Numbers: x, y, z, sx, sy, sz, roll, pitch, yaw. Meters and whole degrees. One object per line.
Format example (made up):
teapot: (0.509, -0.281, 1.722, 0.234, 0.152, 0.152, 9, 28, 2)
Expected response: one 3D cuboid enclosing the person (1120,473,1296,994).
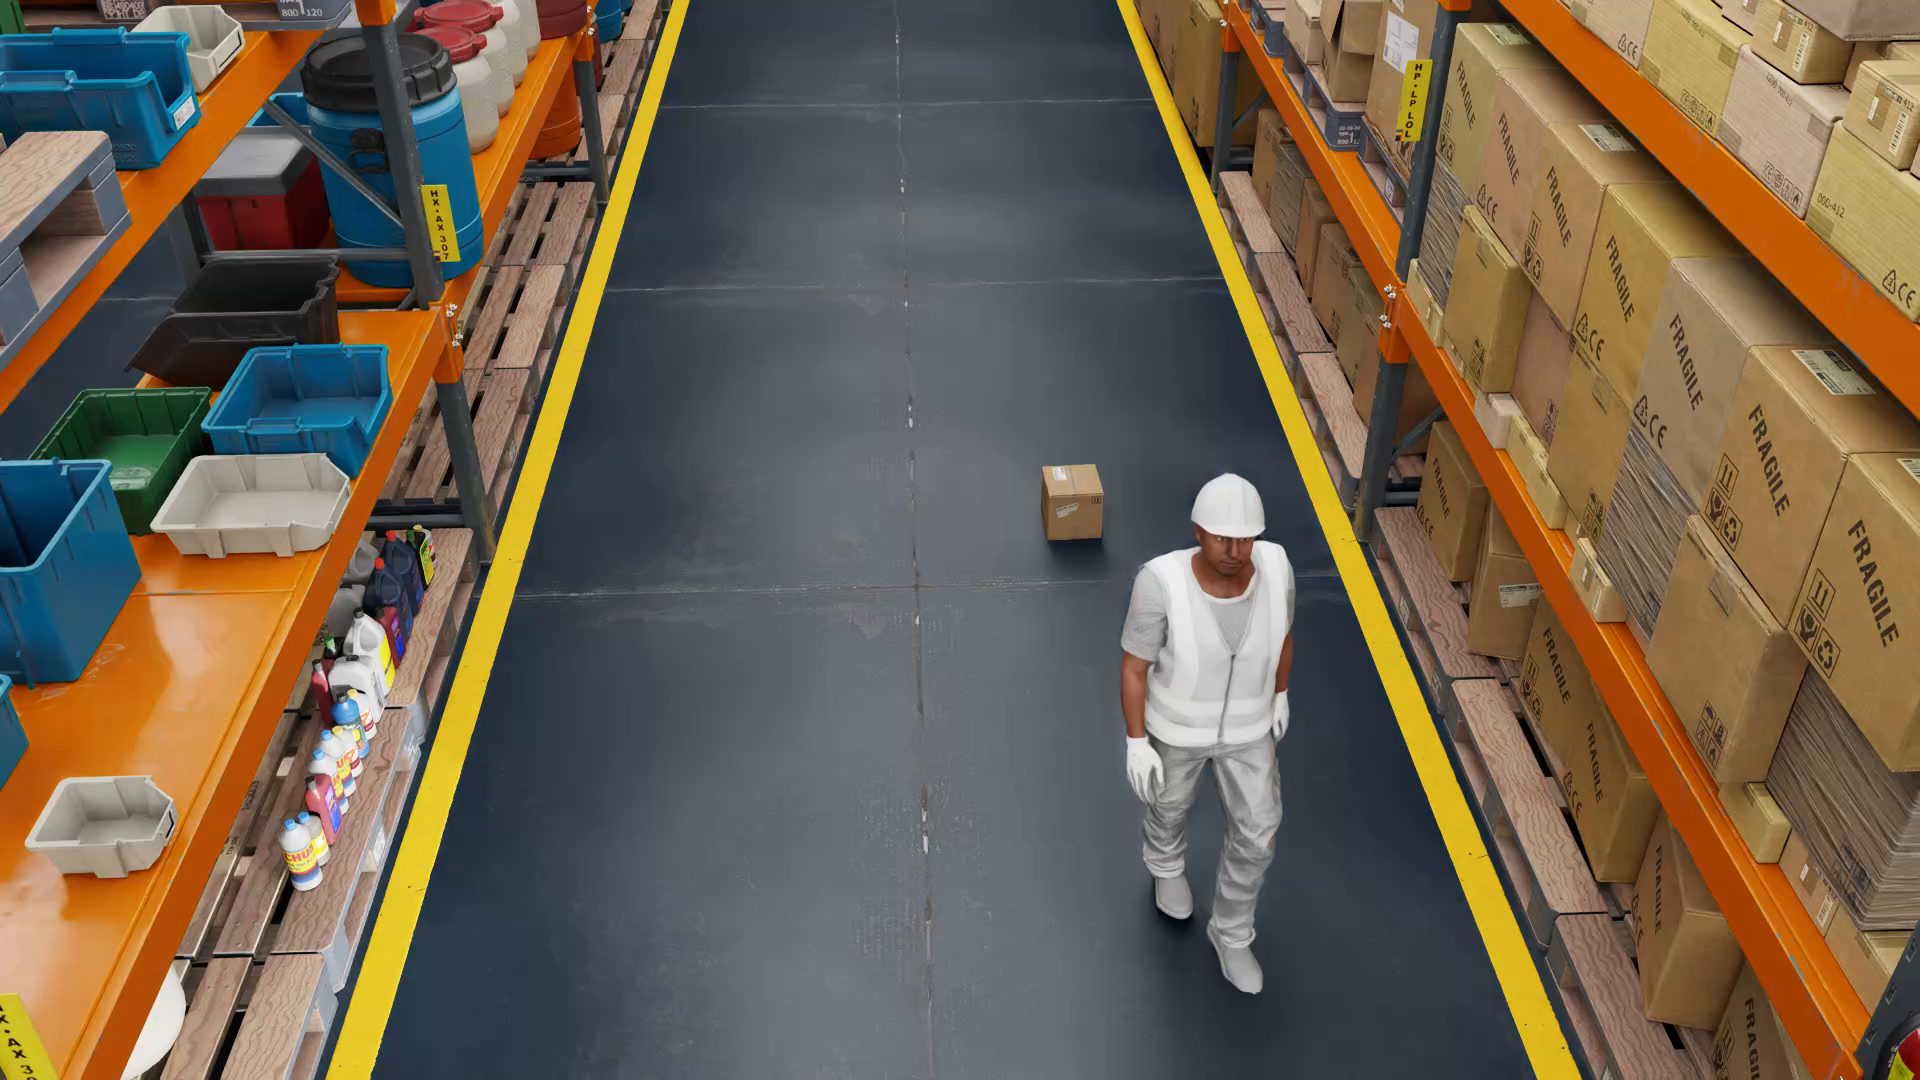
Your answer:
person: (0.791, 0.630, 5.246, 0.603, 1.847, 0.611, -4, 35, -6)
